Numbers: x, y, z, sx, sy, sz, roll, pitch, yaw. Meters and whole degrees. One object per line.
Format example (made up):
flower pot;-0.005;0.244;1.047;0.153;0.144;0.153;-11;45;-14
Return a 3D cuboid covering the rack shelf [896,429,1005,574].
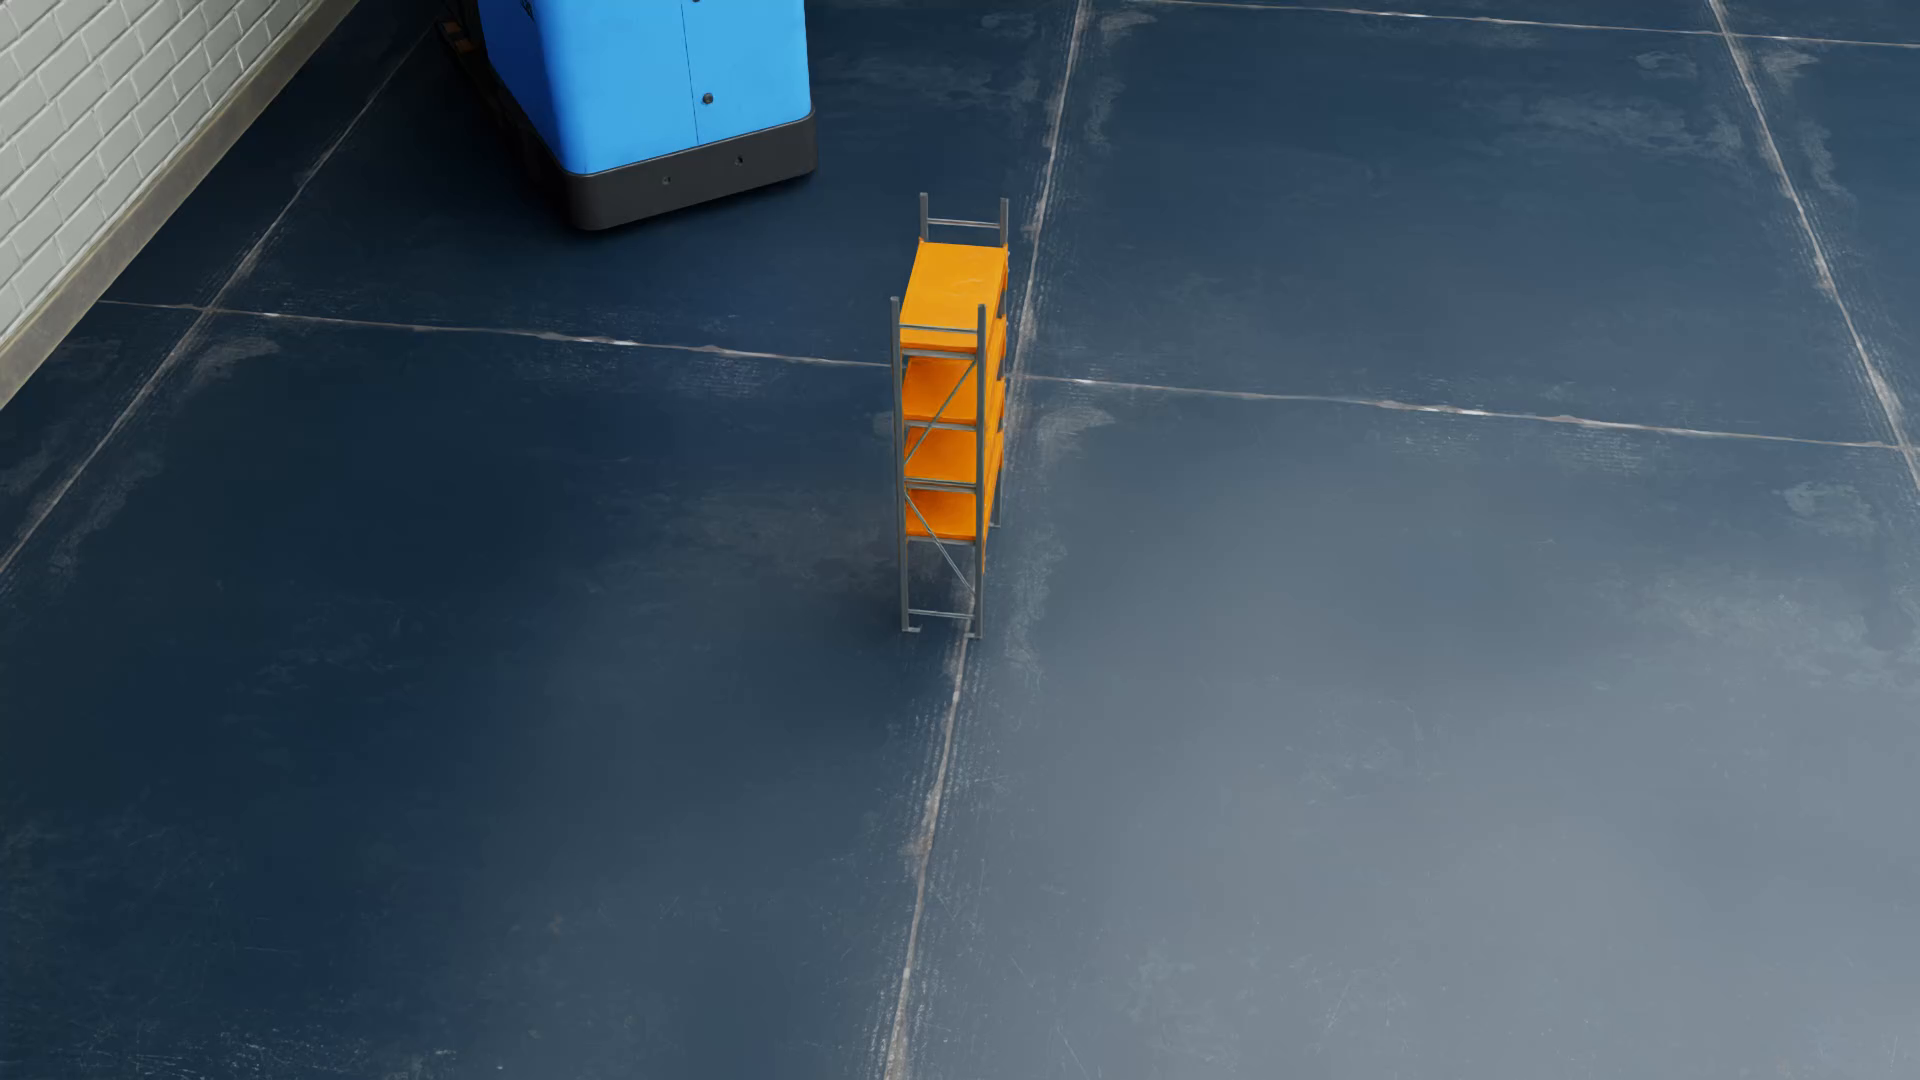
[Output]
rack shelf;-0.022;-0.130;4.901;0.258;0.148;0.480;5;44;6

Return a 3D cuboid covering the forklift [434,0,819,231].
forklift;-1.716;-3.264;6.566;1.130;2.935;3.031;-20;47;-20

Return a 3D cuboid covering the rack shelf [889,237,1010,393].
rack shelf;-0.022;-0.608;4.448;0.258;0.148;0.480;5;44;6

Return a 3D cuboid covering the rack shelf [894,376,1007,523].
rack shelf;-0.022;-0.274;4.765;0.258;0.148;0.480;5;44;6

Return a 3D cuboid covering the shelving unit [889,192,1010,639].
shelving unit;-0.022;-0.323;4.718;0.258;1.200;0.503;5;44;6

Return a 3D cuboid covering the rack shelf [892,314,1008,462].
rack shelf;-0.022;-0.436;4.611;0.258;0.148;0.480;5;44;6

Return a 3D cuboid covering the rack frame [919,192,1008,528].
rack frame;0.010;-0.489;4.894;0.240;1.200;0.015;5;44;6

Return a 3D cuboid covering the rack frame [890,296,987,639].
rack frame;-0.054;-0.157;4.543;0.240;1.200;0.015;5;44;6
